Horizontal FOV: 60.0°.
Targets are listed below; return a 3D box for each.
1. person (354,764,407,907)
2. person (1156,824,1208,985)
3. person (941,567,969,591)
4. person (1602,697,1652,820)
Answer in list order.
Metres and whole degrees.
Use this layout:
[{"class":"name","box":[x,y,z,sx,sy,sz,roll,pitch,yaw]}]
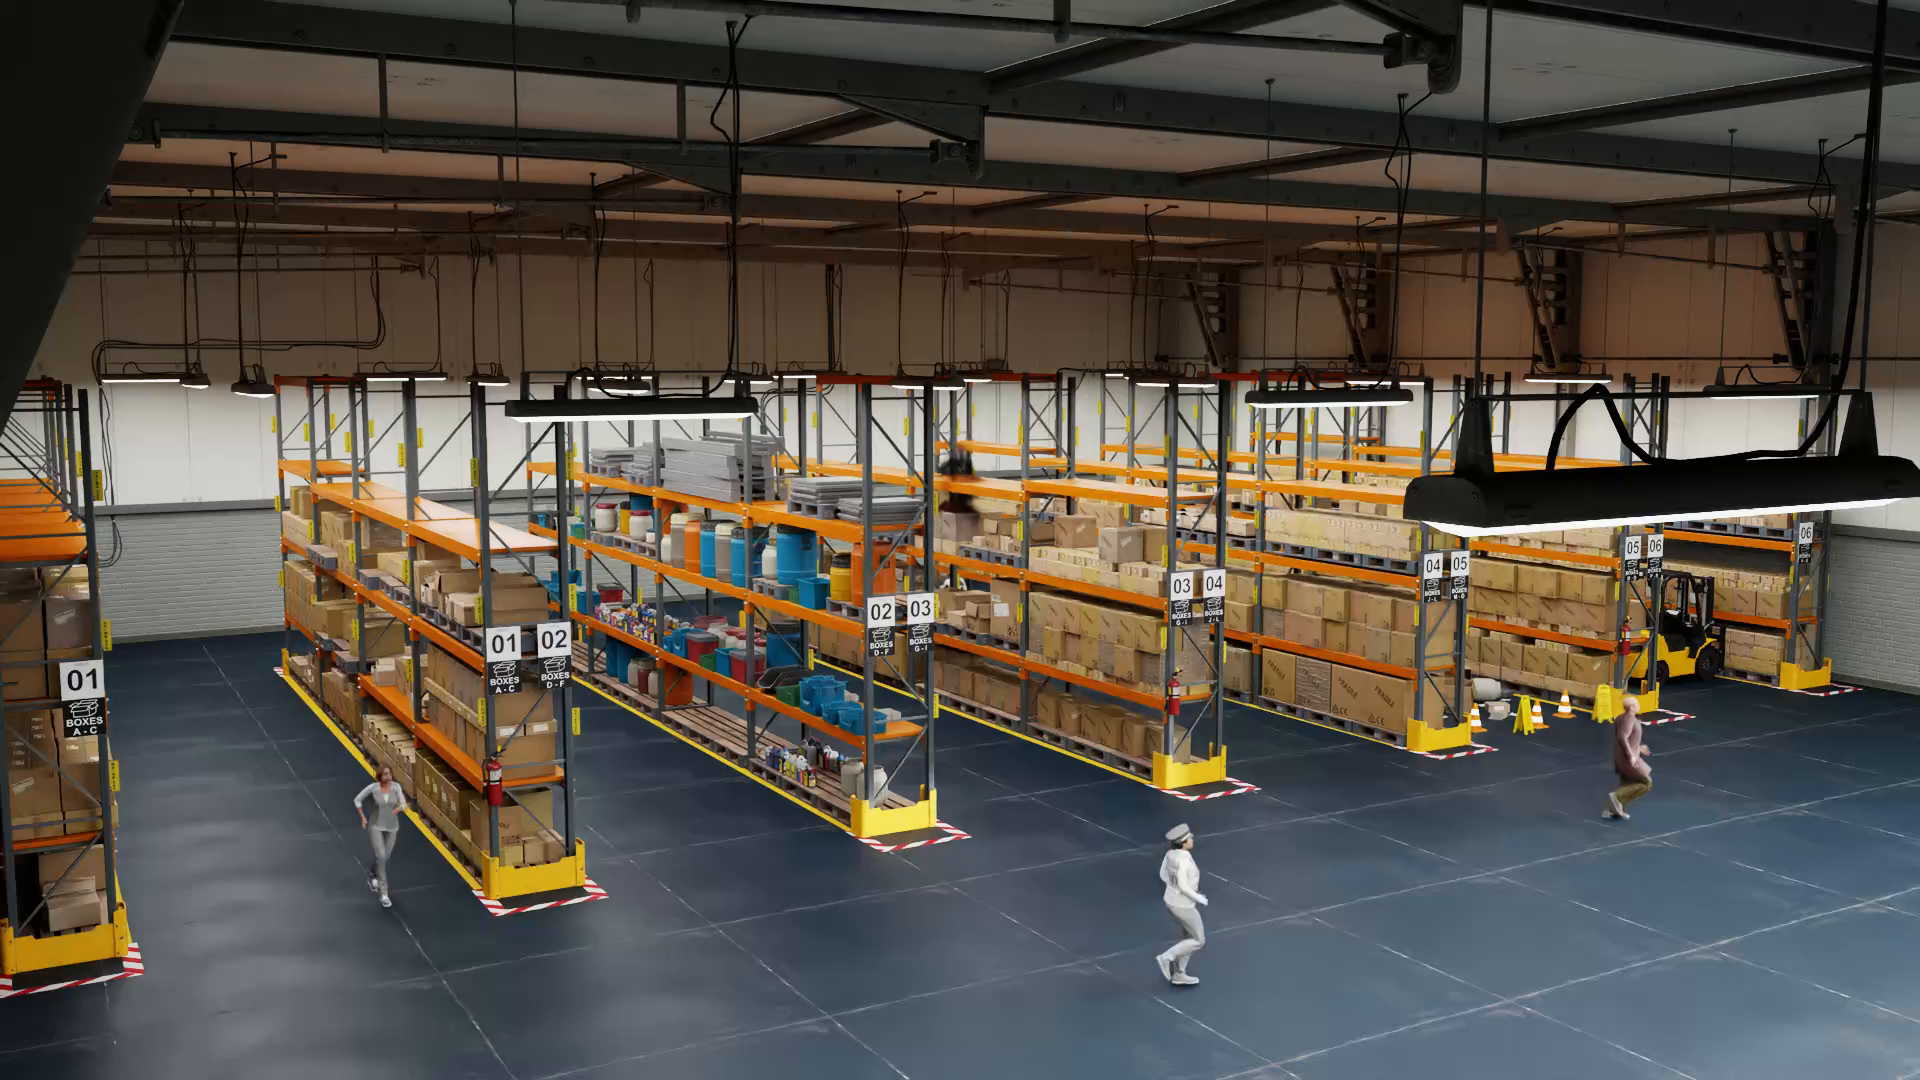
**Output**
[{"class":"person","box":[-6.710,3.394,19.443,0.551,1.558,0.871,-5,8,-38]},{"class":"person","box":[2.206,3.680,16.781,0.543,1.646,0.602,-2,6,-16]},{"class":"person","box":[-0.099,1.422,37.229,0.602,1.712,0.864,-2,7,-21]},{"class":"person","box":[9.159,2.994,22.765,0.653,1.715,0.660,1,6,5]}]
